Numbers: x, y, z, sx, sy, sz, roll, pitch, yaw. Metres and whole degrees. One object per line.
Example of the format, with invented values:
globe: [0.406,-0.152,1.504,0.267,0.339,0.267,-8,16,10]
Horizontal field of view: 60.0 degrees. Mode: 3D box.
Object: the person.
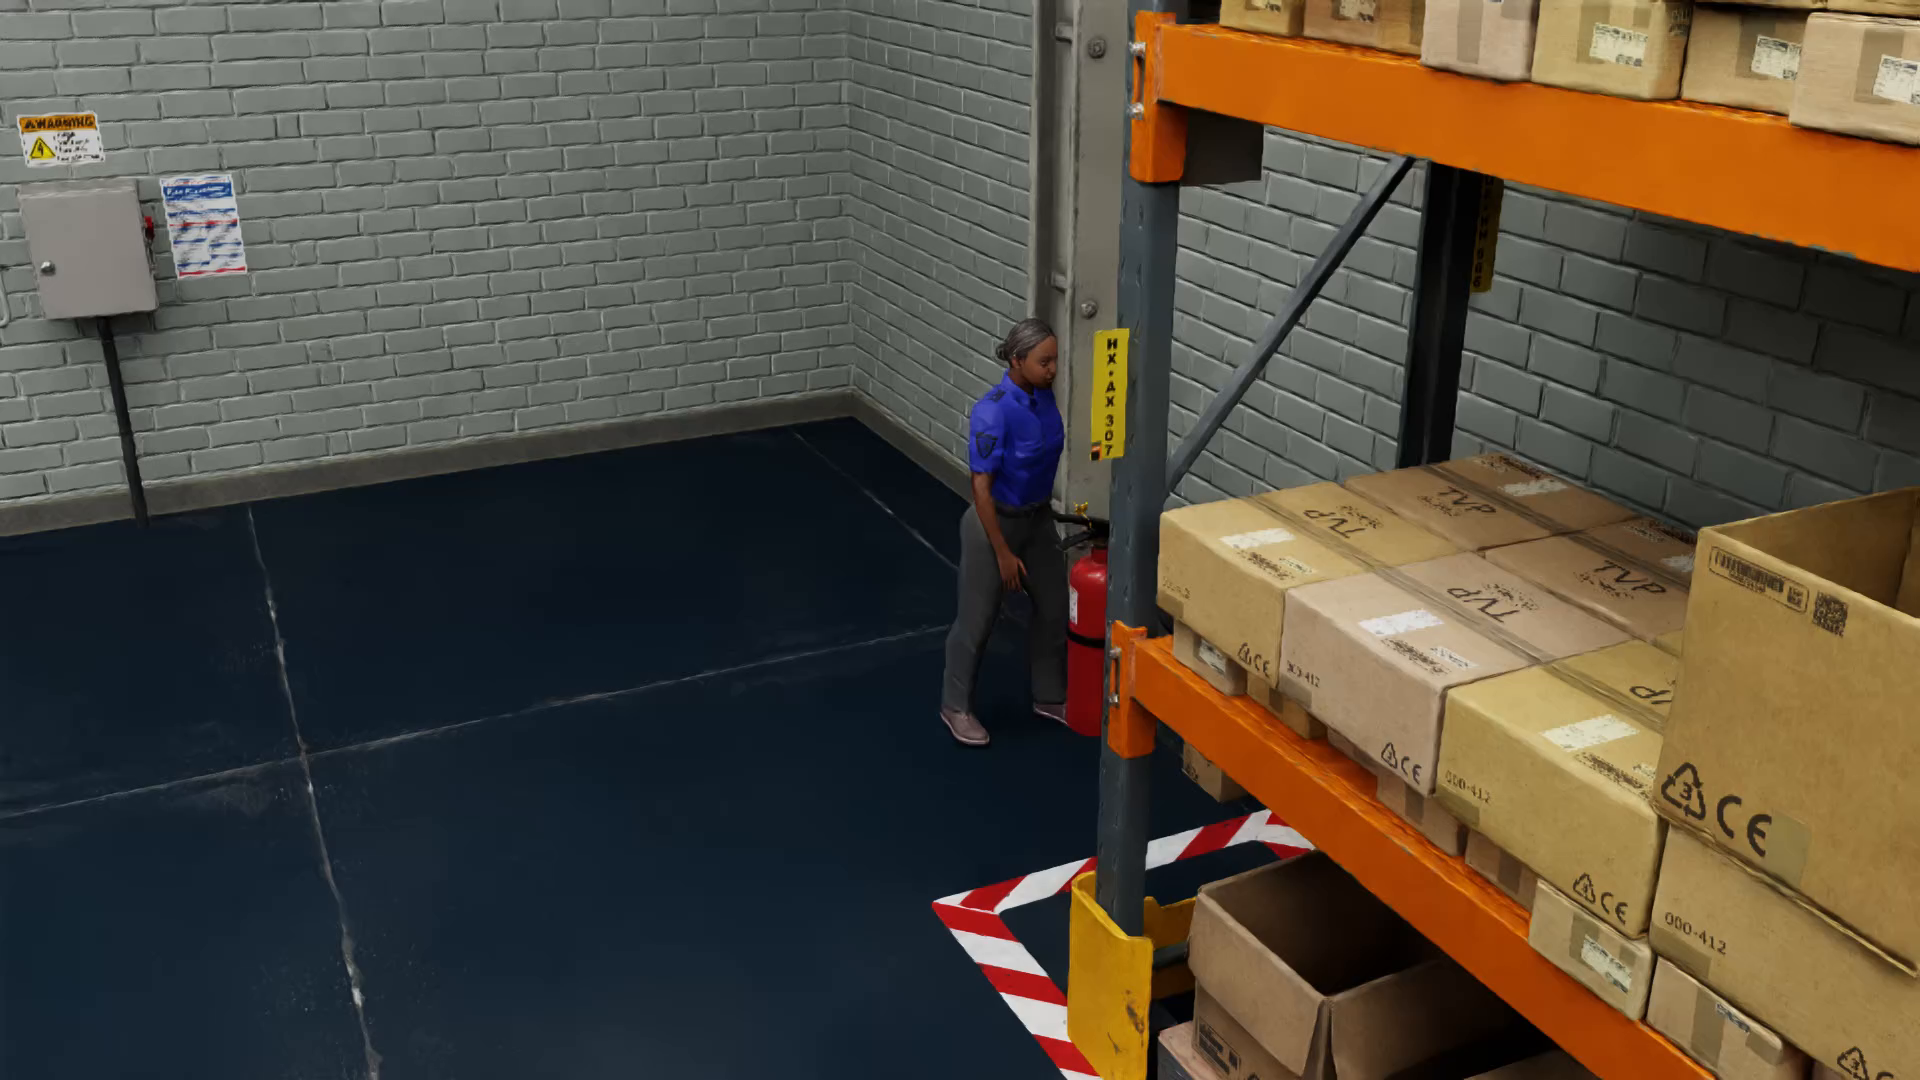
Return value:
person: [0.219,-0.028,6.173,0.535,1.661,0.585,17,28,35]
